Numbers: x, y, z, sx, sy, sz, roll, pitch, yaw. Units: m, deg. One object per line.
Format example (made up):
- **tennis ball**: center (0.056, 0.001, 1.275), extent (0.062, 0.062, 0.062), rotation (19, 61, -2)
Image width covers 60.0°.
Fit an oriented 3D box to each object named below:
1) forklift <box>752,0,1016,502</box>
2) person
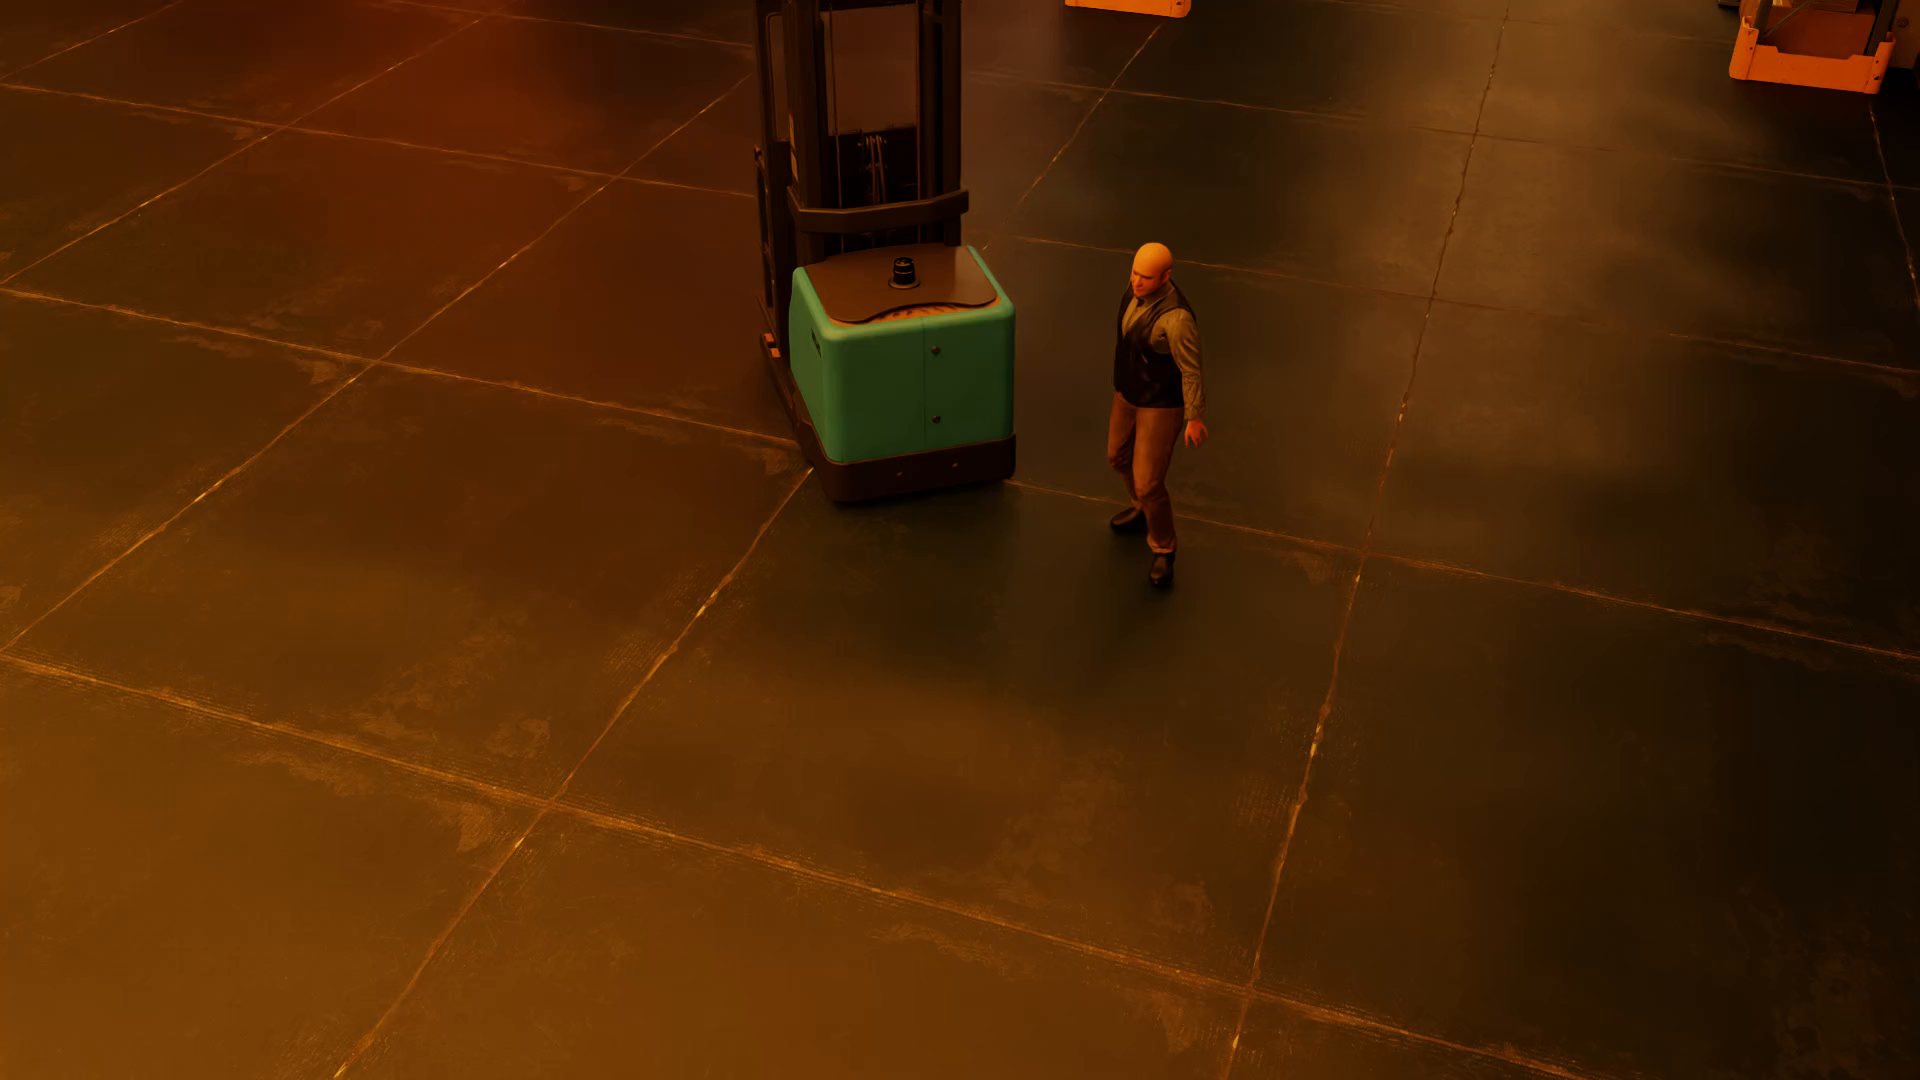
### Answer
- **forklift**: center (-0.599, -2.247, 9.280), extent (1.130, 2.935, 3.031), rotation (-10, 36, -13)
- **person**: center (0.952, -0.697, 8.125), extent (0.399, 1.689, 0.860), rotation (-14, 38, -19)
